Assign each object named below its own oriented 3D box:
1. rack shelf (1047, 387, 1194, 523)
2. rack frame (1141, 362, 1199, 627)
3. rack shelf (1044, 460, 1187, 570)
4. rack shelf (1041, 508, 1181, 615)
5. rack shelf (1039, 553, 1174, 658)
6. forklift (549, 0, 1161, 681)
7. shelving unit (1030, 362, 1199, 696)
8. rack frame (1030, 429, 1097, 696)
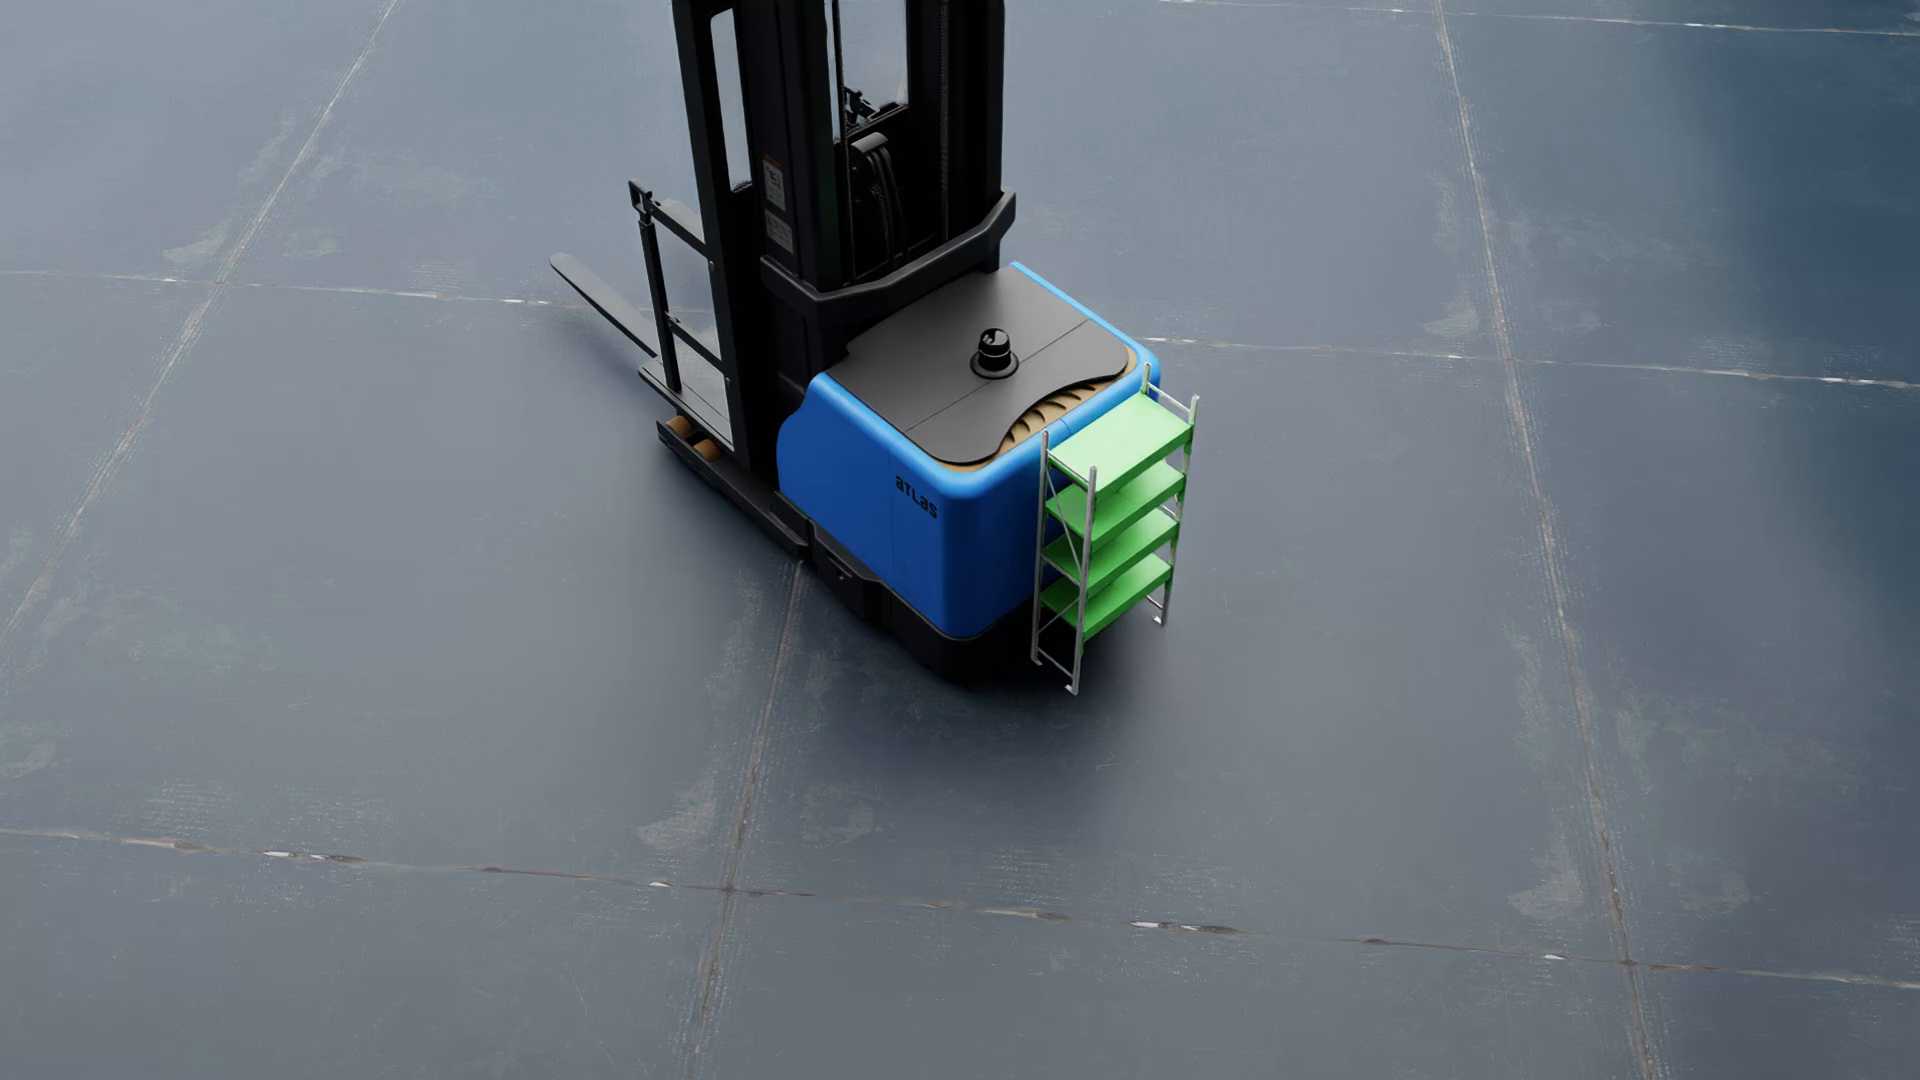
[{"bbox_3d":[0.535,-0.293,5.641,0.480,0.148,0.258,-34,56,-27],"label":"rack shelf"},{"bbox_3d":[0.714,-0.134,6.059,0.015,1.200,0.240,-34,56,-27],"label":"rack frame"},{"bbox_3d":[0.535,-0.131,5.818,0.480,0.148,0.258,-34,56,-27],"label":"rack shelf"},{"bbox_3d":[0.535,0.031,5.995,0.480,0.148,0.258,-34,56,-27],"label":"rack shelf"},{"bbox_3d":[0.535,0.193,6.172,0.480,0.148,0.258,-34,56,-27],"label":"rack shelf"},{"bbox_3d":[-0.628,-1.471,6.109,1.130,2.935,3.031,-34,56,-27],"label":"forklift"},{"bbox_3d":[0.535,-0.012,5.948,0.503,1.200,0.258,-34,56,-27],"label":"shelving unit"},{"bbox_3d":[0.355,0.110,5.837,0.015,1.200,0.240,-34,56,-27],"label":"rack frame"}]
